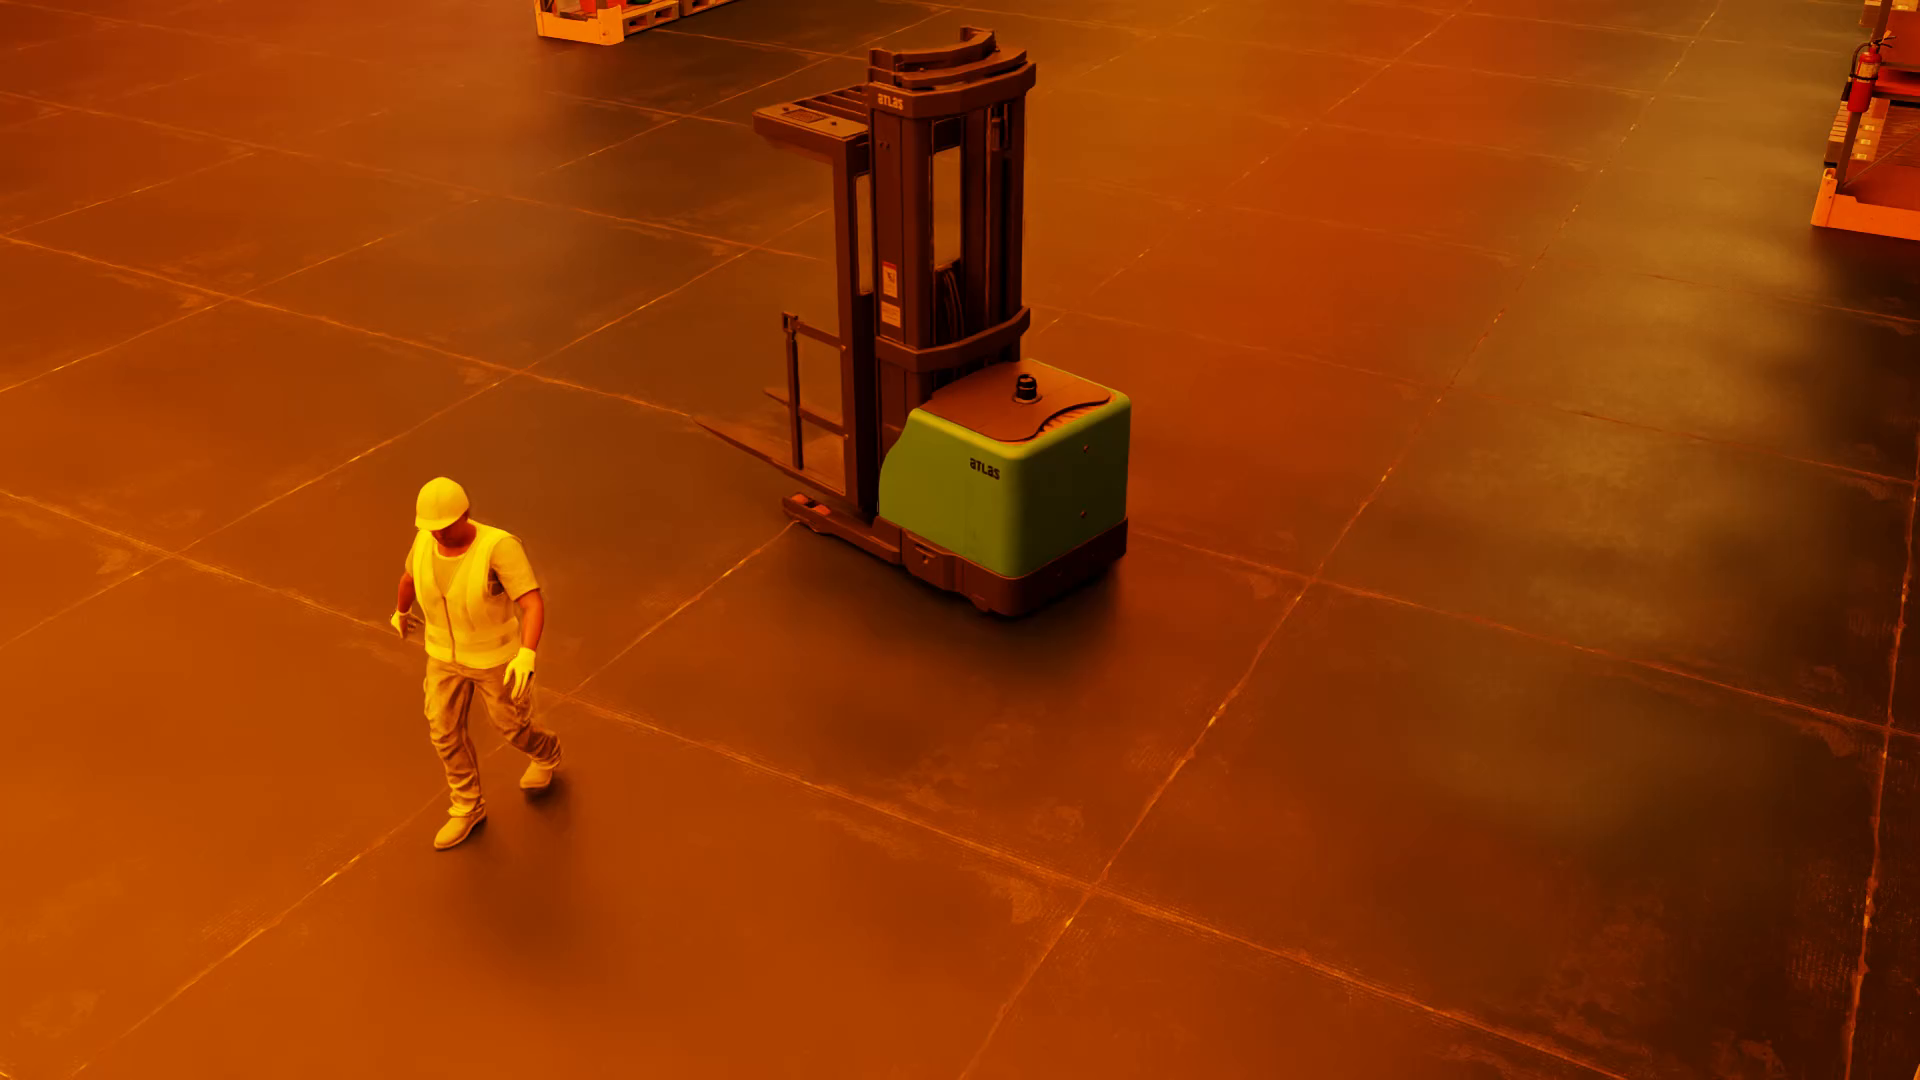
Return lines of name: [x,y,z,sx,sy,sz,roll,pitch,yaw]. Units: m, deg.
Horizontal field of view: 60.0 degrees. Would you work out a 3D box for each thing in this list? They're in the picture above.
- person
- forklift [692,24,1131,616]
person: [-2.180,0.510,7.365,0.978,1.760,0.751,8,31,14]
forklift: [-0.443,-1.479,9.634,3.031,2.935,1.130,26,39,37]
